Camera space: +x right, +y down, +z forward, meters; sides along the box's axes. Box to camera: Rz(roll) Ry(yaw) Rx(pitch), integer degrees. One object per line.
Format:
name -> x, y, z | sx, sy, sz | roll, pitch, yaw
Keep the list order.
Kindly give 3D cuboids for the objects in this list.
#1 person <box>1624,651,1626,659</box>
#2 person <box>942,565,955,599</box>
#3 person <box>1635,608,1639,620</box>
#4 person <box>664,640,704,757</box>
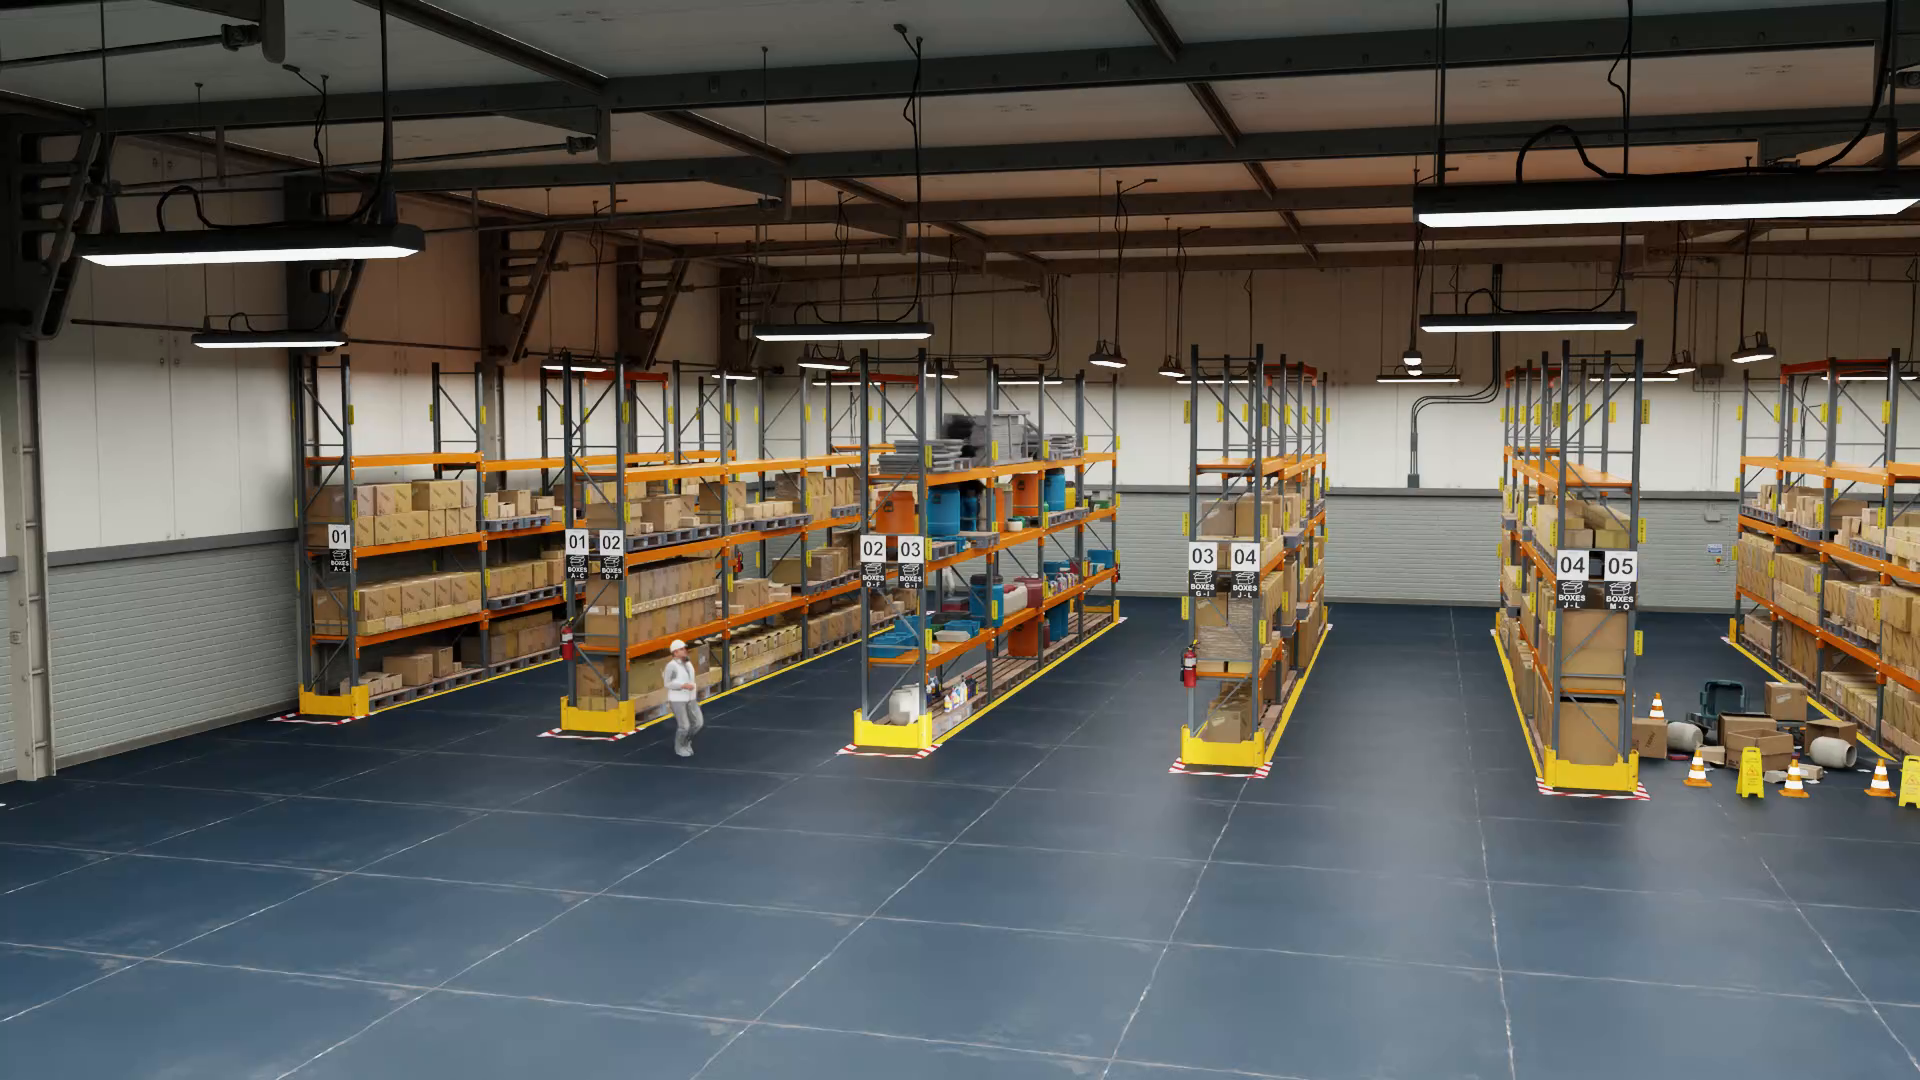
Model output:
person -> 13.595, 1.571, 34.421 | 0.701, 1.670, 0.919 | 0, 4, 5
person -> -0.418, 0.946, 43.272 | 0.601, 1.705, 0.677 | -1, 5, -19
person -> 15.844, 1.172, 39.819 | 0.901, 1.674, 0.568 | -1, 4, -17
person -> -4.021, 2.325, 24.275 | 0.572, 1.744, 0.637 | 3, 5, 37
